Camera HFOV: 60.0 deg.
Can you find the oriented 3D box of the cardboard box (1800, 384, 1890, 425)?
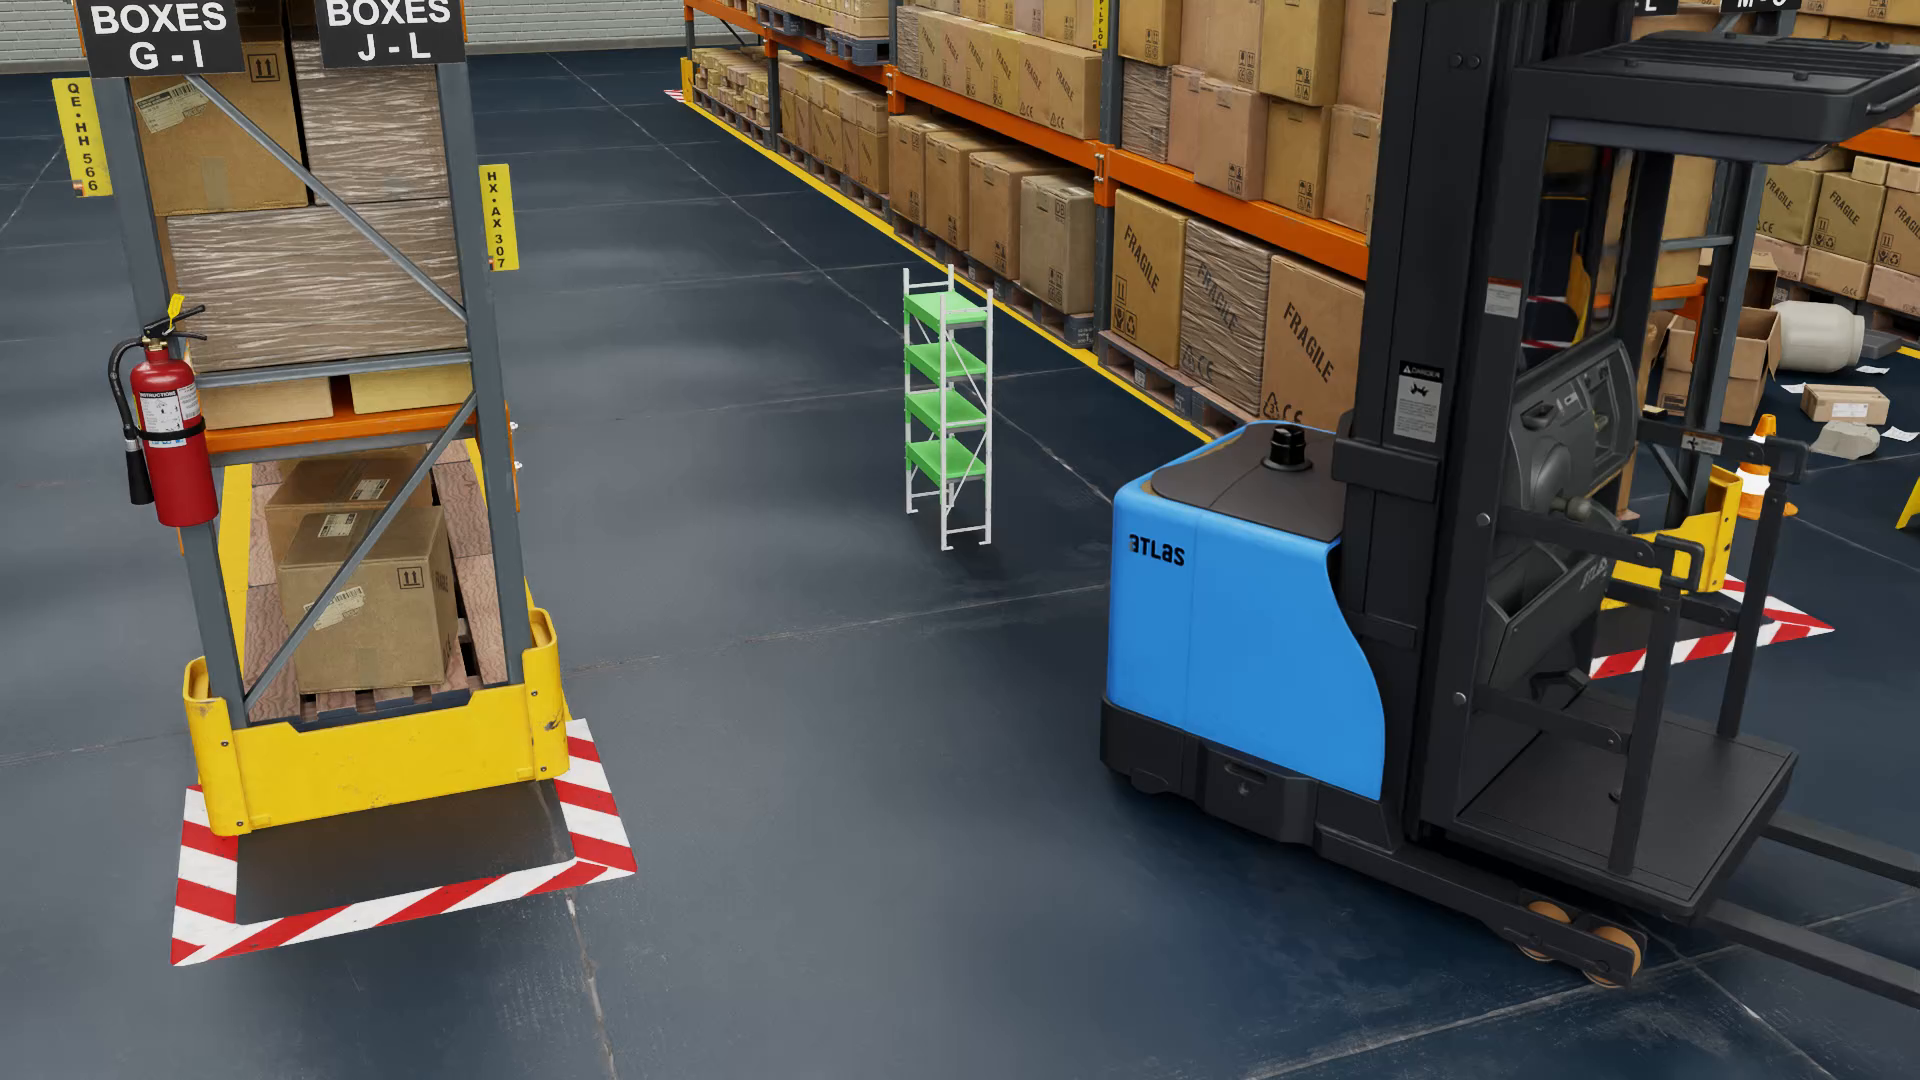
[{"bbox_3d":[4.983,-0.764,9.371,0.380,0.149,0.250,4,23,9],"label":"cardboard box"}]

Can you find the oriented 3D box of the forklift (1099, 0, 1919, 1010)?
[{"bbox_3d":[1.946,-0.311,4.713,3.031,2.935,1.130,18,29,36],"label":"forklift"}]

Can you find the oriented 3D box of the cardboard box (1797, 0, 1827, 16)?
[{"bbox_3d":[5.875,-3.786,11.073,0.700,0.500,0.500,-9,24,-20],"label":"cardboard box"}]

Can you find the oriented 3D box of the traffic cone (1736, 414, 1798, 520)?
[{"bbox_3d":[3.882,-0.382,8.060,0.336,0.463,0.334,-8,24,-19],"label":"traffic cone"}]

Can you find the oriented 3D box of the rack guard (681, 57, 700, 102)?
[{"bbox_3d":[-2.885,-5.797,20.860,1.175,0.500,0.348,-8,24,-19],"label":"rack guard"}]

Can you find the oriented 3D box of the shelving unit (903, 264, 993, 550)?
[{"bbox_3d":[-0.058,-0.613,7.660,0.258,1.200,0.503,-8,24,-19],"label":"shelving unit"}]

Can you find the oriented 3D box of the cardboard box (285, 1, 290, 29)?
[{"bbox_3d":[-3.427,-2.418,7.826,0.500,0.500,0.500,-8,24,-19],"label":"cardboard box"}]

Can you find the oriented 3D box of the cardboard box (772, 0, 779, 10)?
[{"bbox_3d":[-1.601,-5.203,16.016,0.380,0.149,0.250,-8,24,-19],"label":"cardboard box"}]

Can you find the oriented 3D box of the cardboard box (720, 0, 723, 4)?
[{"bbox_3d":[-2.505,-6.138,18.775,0.380,0.149,0.250,-7,24,-17],"label":"cardboard box"}]

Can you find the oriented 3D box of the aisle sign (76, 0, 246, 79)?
[{"bbox_3d":[-2.194,-1.653,4.464,0.394,0.787,0.004,-8,24,-19],"label":"aisle sign"}]

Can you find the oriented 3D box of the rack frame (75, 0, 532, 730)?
[{"bbox_3d":[-1.935,-0.519,5.120,1.000,3.000,0.127,-8,24,-19],"label":"rack frame"}]

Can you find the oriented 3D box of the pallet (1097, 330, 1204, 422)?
[{"bbox_3d":[1.523,-1.044,9.956,1.003,0.211,1.213,-8,24,-19],"label":"pallet"}]

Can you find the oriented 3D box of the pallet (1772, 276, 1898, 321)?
[{"bbox_3d":[6.193,-1.808,11.768,1.003,0.211,1.213,-8,24,-19],"label":"pallet"}]

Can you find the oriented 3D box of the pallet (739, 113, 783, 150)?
[{"bbox_3d":[-1.769,-4.477,18.101,1.003,0.211,1.213,-8,24,-19],"label":"pallet"}]

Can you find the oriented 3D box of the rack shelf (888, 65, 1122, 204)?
[{"bbox_3d":[0.621,-3.011,11.959,1.077,0.370,4.000,-8,24,-19],"label":"rack shelf"}]

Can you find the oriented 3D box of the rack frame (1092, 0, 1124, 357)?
[{"bbox_3d":[1.328,-2.616,10.095,1.000,3.000,0.127,-8,24,-19],"label":"rack frame"}]

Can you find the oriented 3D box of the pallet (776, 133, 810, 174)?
[{"bbox_3d":[-1.222,-3.955,16.863,1.003,0.211,1.213,-8,24,-19],"label":"pallet"}]

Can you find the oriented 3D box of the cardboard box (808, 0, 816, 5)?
[{"bbox_3d":[-1.144,-4.870,14.842,0.380,0.149,0.250,-8,24,-18],"label":"cardboard box"}]

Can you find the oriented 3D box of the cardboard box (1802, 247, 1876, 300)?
[{"bbox_3d":[6.078,-1.815,11.193,0.500,0.250,0.500,-7,24,-16],"label":"cardboard box"}]

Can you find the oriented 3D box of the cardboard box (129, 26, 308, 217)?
[{"bbox_3d":[-2.361,-1.329,5.242,0.500,0.500,0.500,-8,24,-19],"label":"cardboard box"}]

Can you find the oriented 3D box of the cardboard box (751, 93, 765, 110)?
[{"bbox_3d":[-2.014,-4.707,17.804,0.380,0.149,0.250,-10,25,-22],"label":"cardboard box"}]

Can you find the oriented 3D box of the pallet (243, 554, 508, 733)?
[{"bbox_3d":[-2.216,0.438,6.438,1.003,0.211,1.213,-8,24,-19],"label":"pallet"}]

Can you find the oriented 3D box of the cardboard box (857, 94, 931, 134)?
[{"bbox_3d":[-0.572,-3.669,14.306,0.500,0.250,0.500,-9,24,-20],"label":"cardboard box"}]

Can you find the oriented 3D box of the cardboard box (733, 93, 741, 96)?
[{"bbox_3d":[-2.351,-4.979,18.830,0.380,0.149,0.250,-8,24,-18],"label":"cardboard box"}]

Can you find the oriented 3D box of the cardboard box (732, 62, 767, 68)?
[{"bbox_3d":[-2.382,-5.340,18.921,0.380,0.149,0.250,-8,24,-19],"label":"cardboard box"}]

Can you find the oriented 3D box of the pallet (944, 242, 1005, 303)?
[{"bbox_3d":[0.550,-2.045,12.331,1.003,0.211,1.213,-8,24,-19],"label":"pallet"}]

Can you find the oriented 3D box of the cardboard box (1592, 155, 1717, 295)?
[{"bbox_3d":[2.567,-1.361,6.923,0.875,0.550,0.550,-8,24,-19],"label":"cardboard box"}]

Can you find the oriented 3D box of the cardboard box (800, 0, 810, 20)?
[{"bbox_3d":[-1.237,-4.829,15.128,0.380,0.149,0.250,-10,25,-21],"label":"cardboard box"}]

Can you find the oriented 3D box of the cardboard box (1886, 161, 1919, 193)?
[{"bbox_3d":[6.148,-2.314,10.577,0.380,0.149,0.250,-7,24,-16],"label":"cardboard box"}]

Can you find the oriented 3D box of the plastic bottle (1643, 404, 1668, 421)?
[{"bbox_3d":[3.834,-0.731,9.405,0.133,0.061,0.283,-18,29,-37],"label":"plastic bottle"}]

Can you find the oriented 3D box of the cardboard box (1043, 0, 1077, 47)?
[{"bbox_3d":[0.963,-3.489,10.751,0.700,0.500,0.500,-9,24,-20],"label":"cardboard box"}]

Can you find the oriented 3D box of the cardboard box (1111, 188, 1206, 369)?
[{"bbox_3d":[1.484,-1.593,9.861,0.875,0.875,0.875,-8,24,-18],"label":"cardboard box"}]

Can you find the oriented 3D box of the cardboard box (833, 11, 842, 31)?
[{"bbox_3d":[-0.867,-4.447,14.223,0.380,0.149,0.250,-8,24,-18],"label":"cardboard box"}]

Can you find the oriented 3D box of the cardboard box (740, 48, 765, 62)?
[{"bbox_3d":[-2.452,-5.874,20.188,0.380,0.149,0.250,-8,24,-18],"label":"cardboard box"}]

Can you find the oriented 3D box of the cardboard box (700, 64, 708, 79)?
[{"bbox_3d":[-2.923,-5.661,20.065,0.380,0.149,0.250,-8,24,-19],"label":"cardboard box"}]

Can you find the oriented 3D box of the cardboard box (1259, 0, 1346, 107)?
[{"bbox_3d":[1.986,-2.454,8.126,0.875,0.550,0.500,-8,24,-19],"label":"cardboard box"}]

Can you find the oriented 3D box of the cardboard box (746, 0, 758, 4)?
[{"bbox_3d":[-1.934,-5.843,17.240,0.500,0.500,0.500,-8,24,-19],"label":"cardboard box"}]

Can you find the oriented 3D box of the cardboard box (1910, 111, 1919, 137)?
[{"bbox_3d":[6.177,-2.592,10.361,0.380,0.149,0.250,-8,24,-19],"label":"cardboard box"}]

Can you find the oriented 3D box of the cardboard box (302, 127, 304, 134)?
[{"bbox_3d":[-2.694,-1.442,6.797,0.875,0.500,0.500,-8,24,-19],"label":"cardboard box"}]

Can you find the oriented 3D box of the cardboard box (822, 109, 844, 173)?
[{"bbox_3d":[-0.944,-3.694,15.329,0.500,0.500,0.500,-9,25,-21],"label":"cardboard box"}]

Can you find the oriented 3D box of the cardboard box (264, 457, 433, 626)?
[{"bbox_3d":[-2.383,-0.002,6.571,0.500,0.500,0.500,-2,23,-5],"label":"cardboard box"}]

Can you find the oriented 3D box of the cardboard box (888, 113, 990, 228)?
[{"bbox_3d":[0.046,-2.993,13.345,1.050,0.750,0.750,-9,24,-20],"label":"cardboard box"}]

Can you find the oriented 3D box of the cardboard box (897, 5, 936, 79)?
[{"bbox_3d":[-0.179,-3.916,13.049,0.500,0.500,0.500,-8,24,-18],"label":"cardboard box"}]

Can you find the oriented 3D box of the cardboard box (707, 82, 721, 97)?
[{"bbox_3d":[-2.775,-5.341,19.690,0.380,0.149,0.250,-8,24,-18],"label":"cardboard box"}]

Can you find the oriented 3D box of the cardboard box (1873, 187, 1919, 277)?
[{"bbox_3d":[6.260,-1.971,10.599,0.500,0.500,0.500,-7,24,-16],"label":"cardboard box"}]

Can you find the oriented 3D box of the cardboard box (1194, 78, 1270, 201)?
[{"bbox_3d":[1.765,-2.144,8.781,0.875,0.550,0.550,-8,24,-19],"label":"cardboard box"}]

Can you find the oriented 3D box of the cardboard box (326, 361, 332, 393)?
[{"bbox_3d":[-2.317,-0.569,5.563,0.380,0.149,0.250,-8,24,-19],"label":"cardboard box"}]

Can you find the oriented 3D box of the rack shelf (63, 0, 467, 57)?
[{"bbox_3d":[-2.642,-2.297,6.401,1.077,0.370,4.000,-8,24,-19],"label":"rack shelf"}]

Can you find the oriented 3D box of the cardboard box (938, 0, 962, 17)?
[{"bbox_3d":[0.244,-4.228,12.504,0.700,0.500,0.500,-9,24,-20],"label":"cardboard box"}]

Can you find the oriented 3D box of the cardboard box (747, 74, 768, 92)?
[{"bbox_3d":[-2.090,-4.947,17.990,0.380,0.149,0.250,-9,24,-19],"label":"cardboard box"}]

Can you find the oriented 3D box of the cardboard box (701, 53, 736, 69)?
[{"bbox_3d":[-2.865,-5.701,19.777,0.380,0.149,0.250,-8,24,-19],"label":"cardboard box"}]

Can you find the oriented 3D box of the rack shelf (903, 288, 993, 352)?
[{"bbox_3d":[-0.058,-0.996,7.498,0.258,0.148,0.480,-8,24,-19],"label":"rack shelf"}]

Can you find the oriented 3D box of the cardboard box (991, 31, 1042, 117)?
[{"bbox_3d":[0.536,-3.183,11.310,0.500,0.500,0.500,-8,24,-18],"label":"cardboard box"}]

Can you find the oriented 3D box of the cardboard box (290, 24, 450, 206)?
[{"bbox_3d":[-1.874,-1.400,5.411,0.500,0.500,0.500,-8,24,-19],"label":"cardboard box"}]

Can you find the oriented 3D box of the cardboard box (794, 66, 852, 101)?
[{"bbox_3d":[-1.294,-4.412,16.069,0.500,0.250,0.500,-8,24,-18],"label":"cardboard box"}]

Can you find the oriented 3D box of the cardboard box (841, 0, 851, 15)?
[{"bbox_3d":[-0.782,-4.498,13.960,0.380,0.149,0.250,-7,24,-17],"label":"cardboard box"}]

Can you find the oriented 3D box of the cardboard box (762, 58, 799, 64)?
[{"bbox_3d":[-2.073,-5.493,19.285,0.380,0.149,0.250,-9,25,-21],"label":"cardboard box"}]
